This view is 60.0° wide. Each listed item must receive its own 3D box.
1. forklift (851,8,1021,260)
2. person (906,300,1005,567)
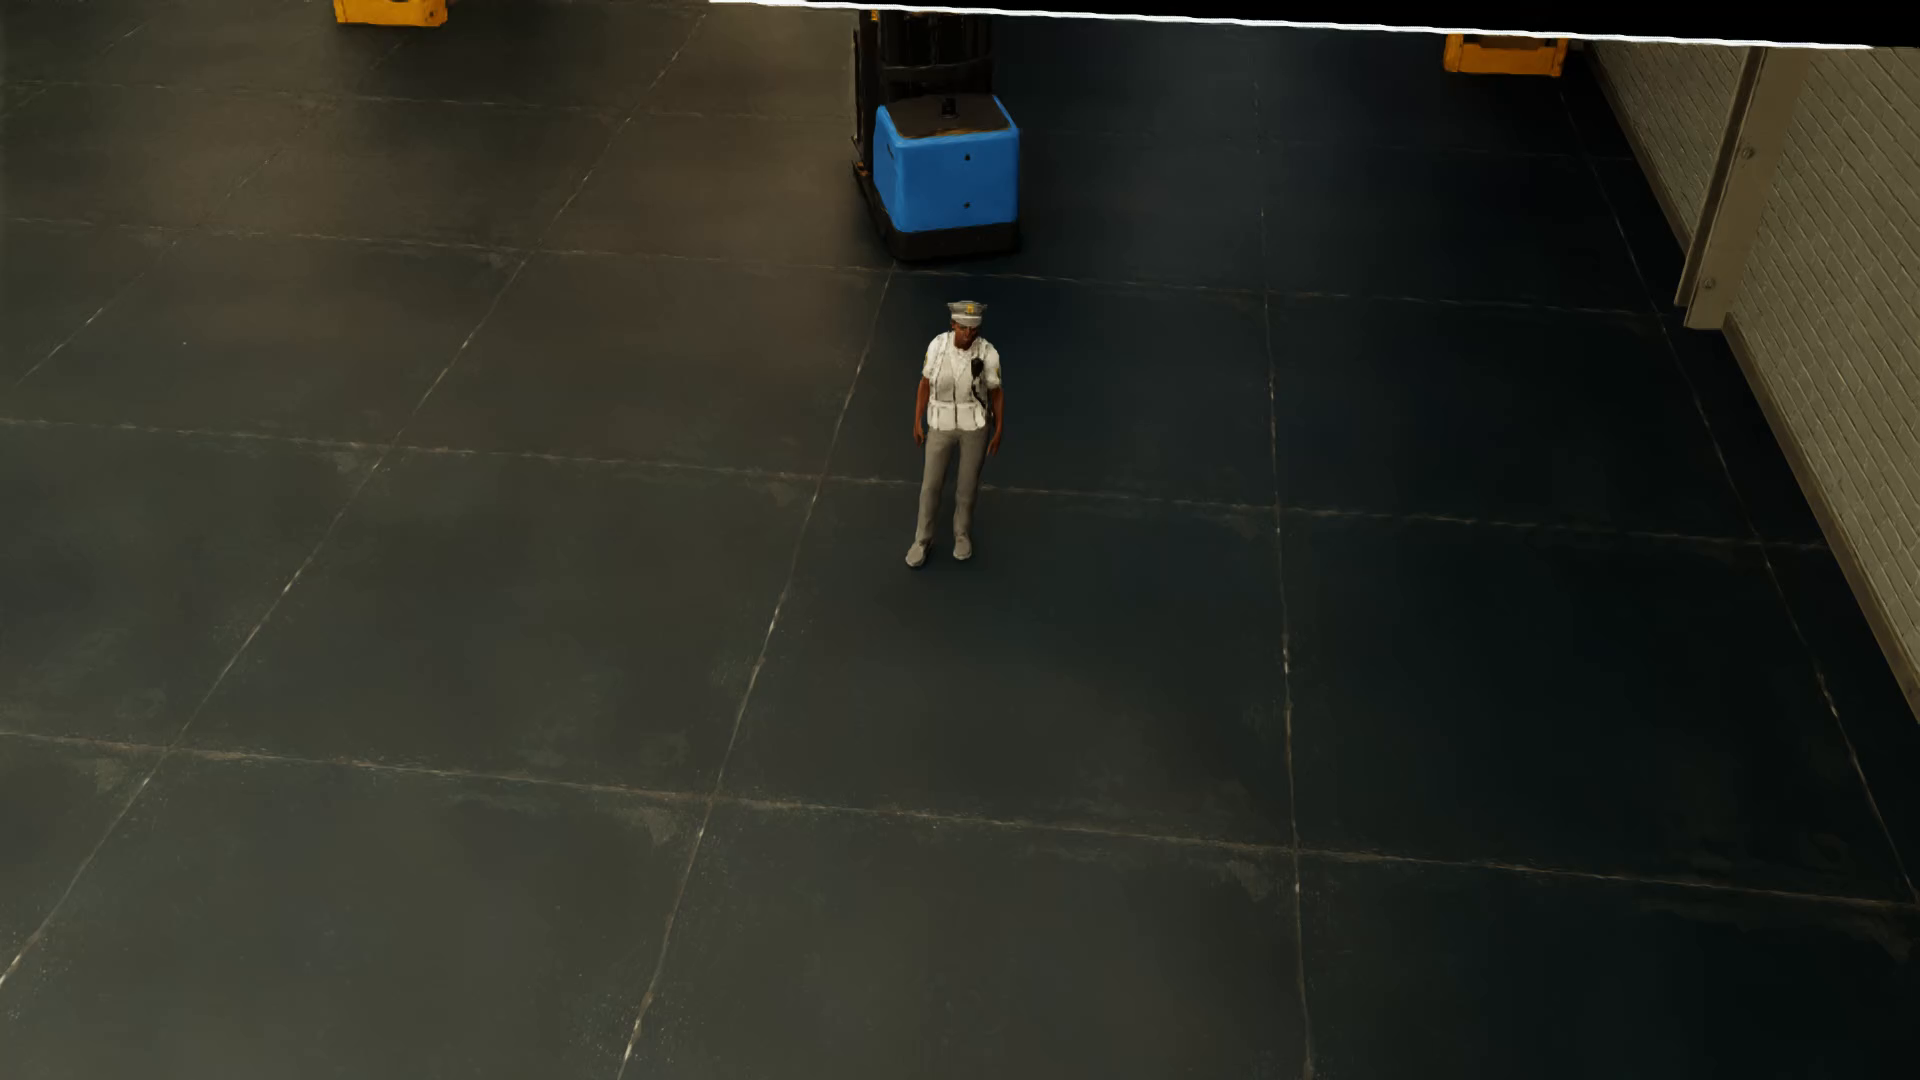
[{"bbox_3d":[-0.337,-4.320,13.891,1.130,2.935,3.031,-8,37,-10],"label":"forklift"},{"bbox_3d":[-0.029,-0.645,9.935,0.570,1.693,0.529,4,37,6],"label":"person"}]
